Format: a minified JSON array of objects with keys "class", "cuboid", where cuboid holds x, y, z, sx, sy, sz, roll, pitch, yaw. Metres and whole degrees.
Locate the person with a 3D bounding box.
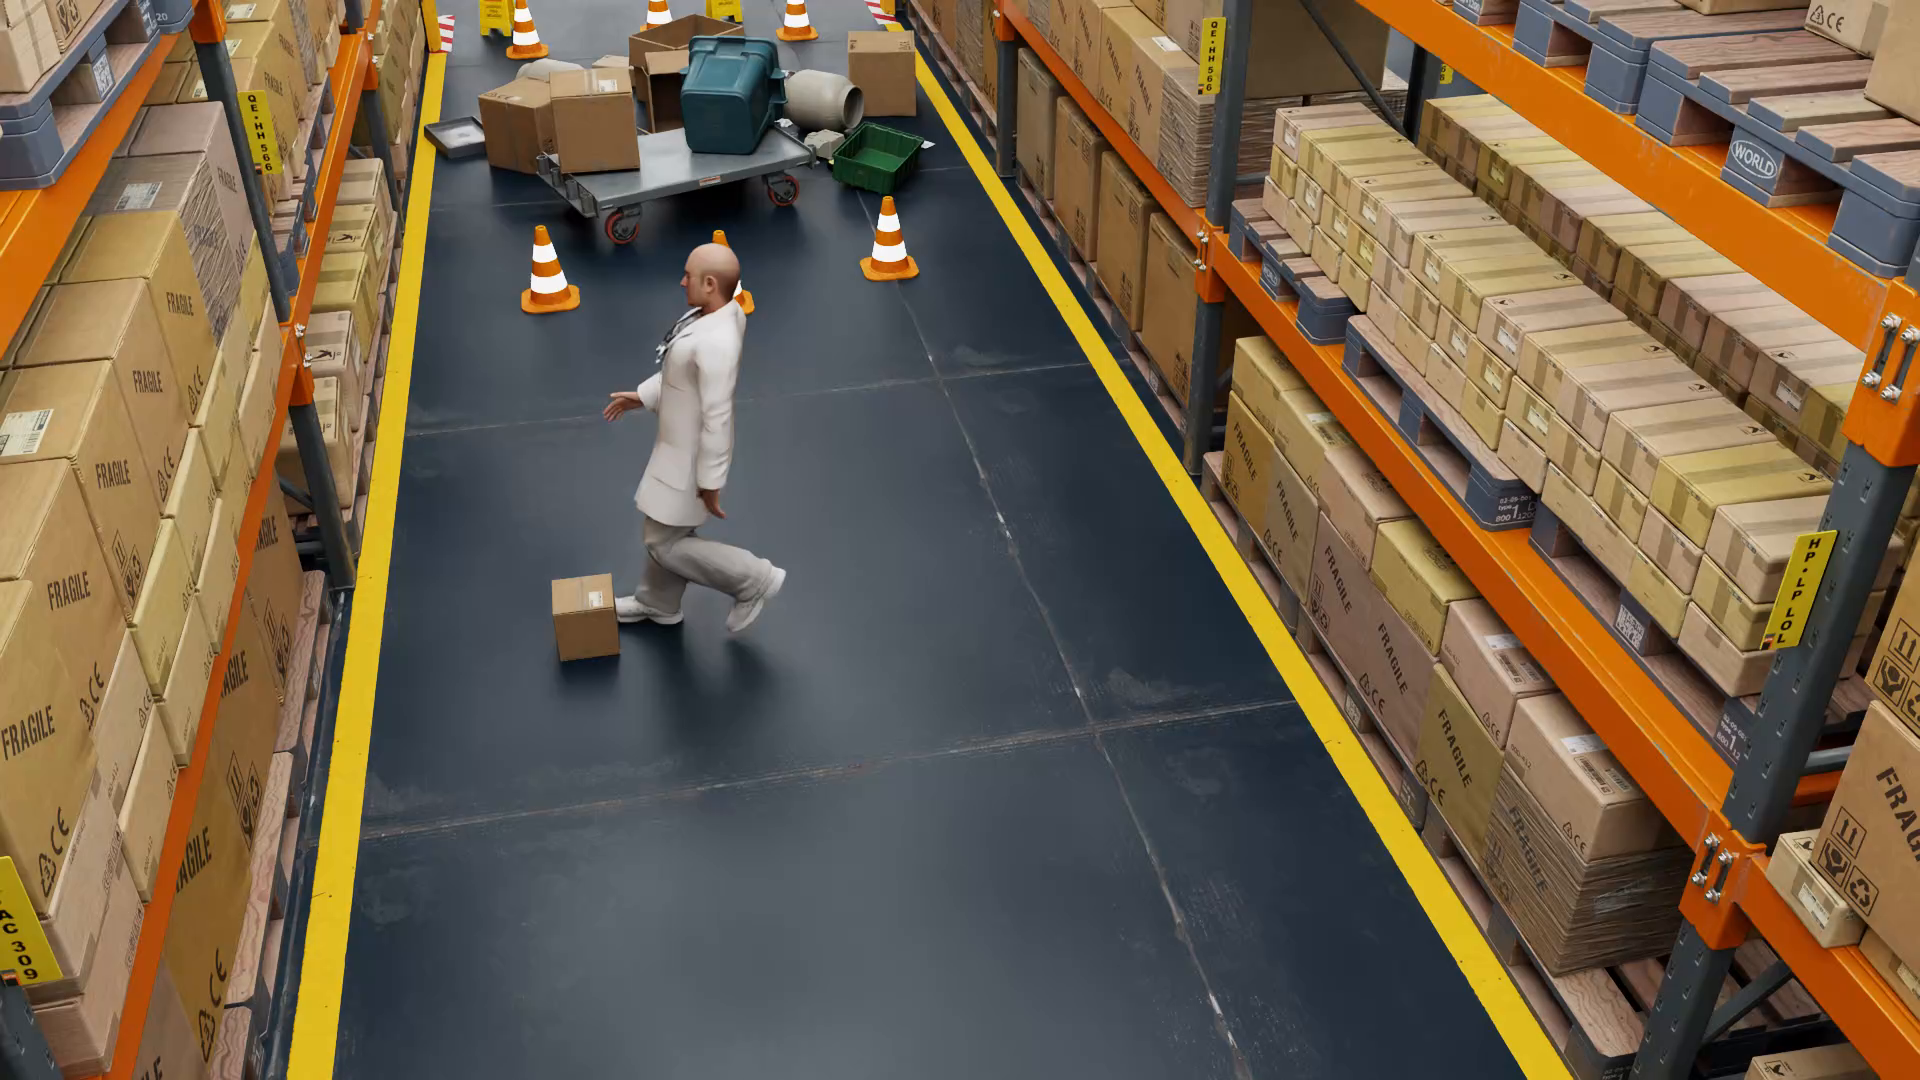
[{"class":"person","cuboid":[-1.151,-0.355,6.698,0.838,1.729,0.667,-1,34,-1]}]
